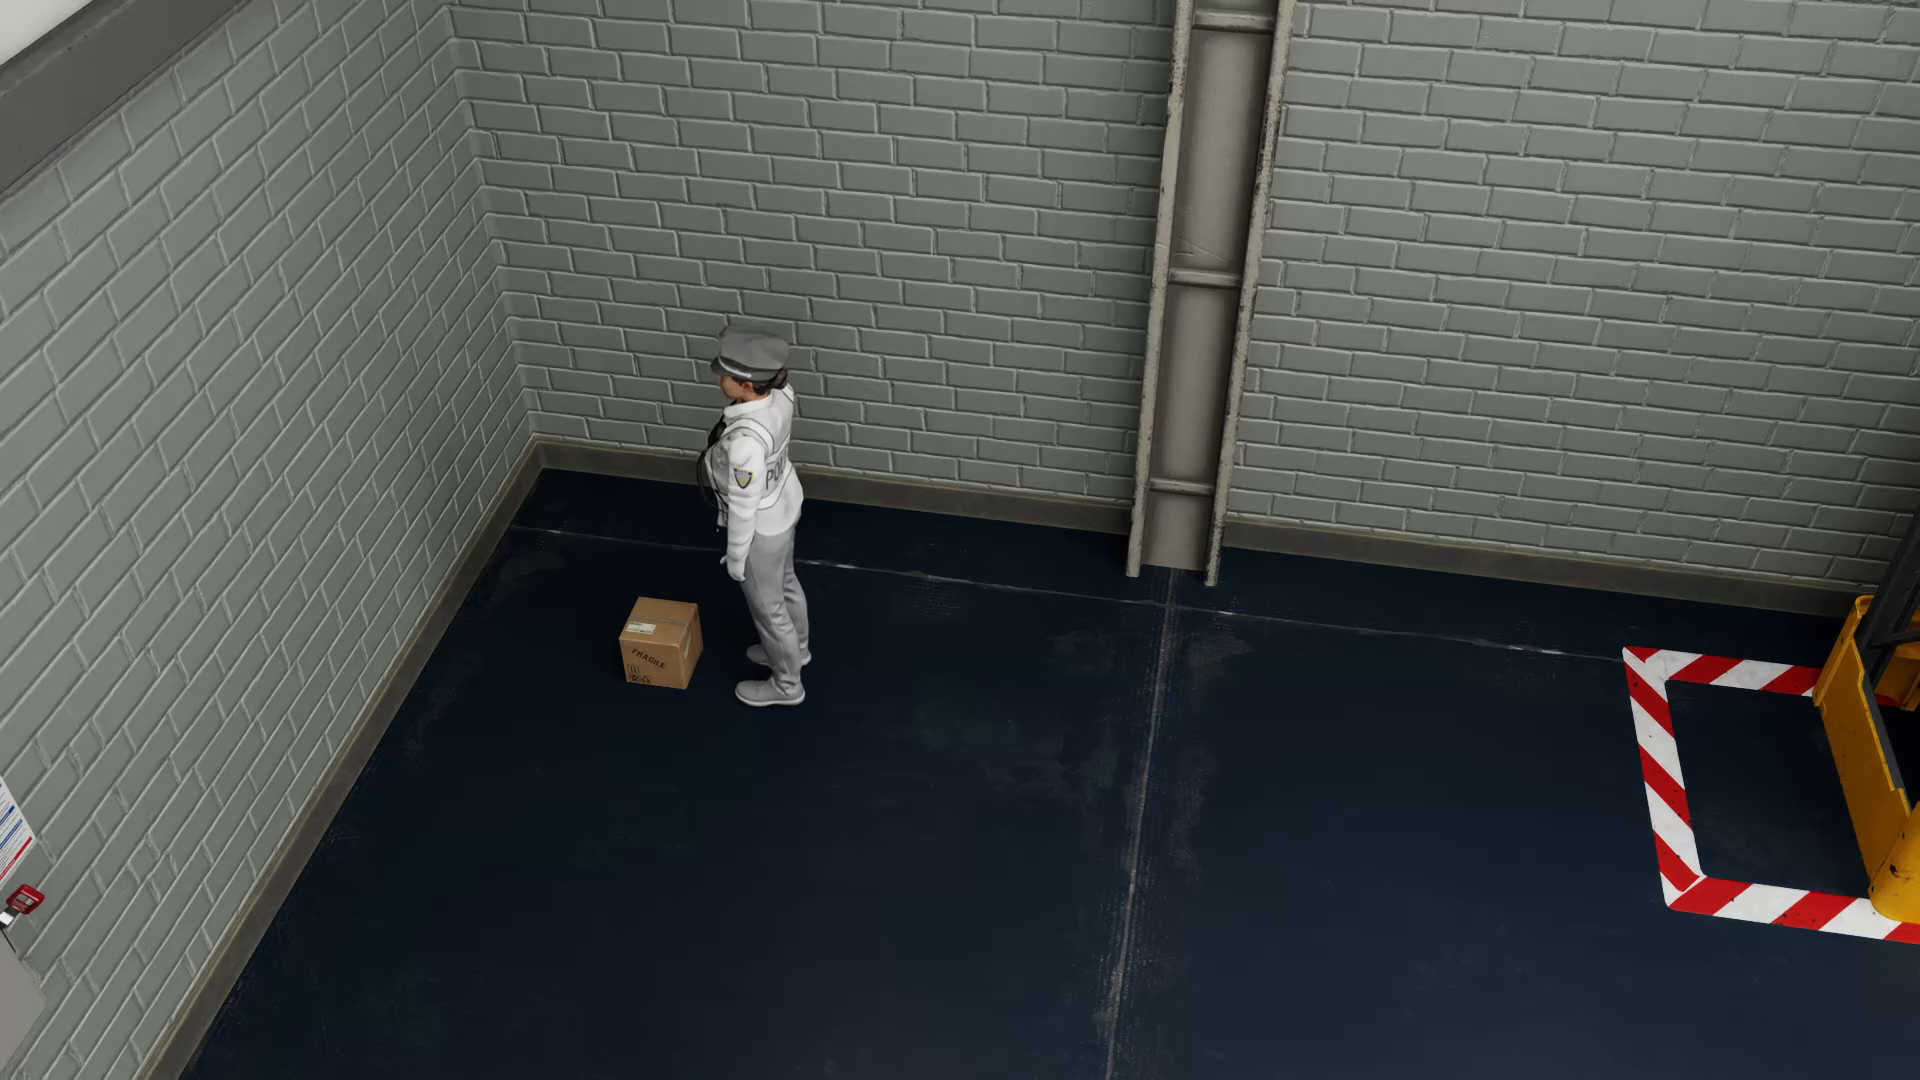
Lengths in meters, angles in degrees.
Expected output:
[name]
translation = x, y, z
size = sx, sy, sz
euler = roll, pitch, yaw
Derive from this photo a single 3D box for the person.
[person]
translation = -0.757, -0.055, 6.219
size = 0.337, 1.708, 0.473
euler = 7, 41, 8
